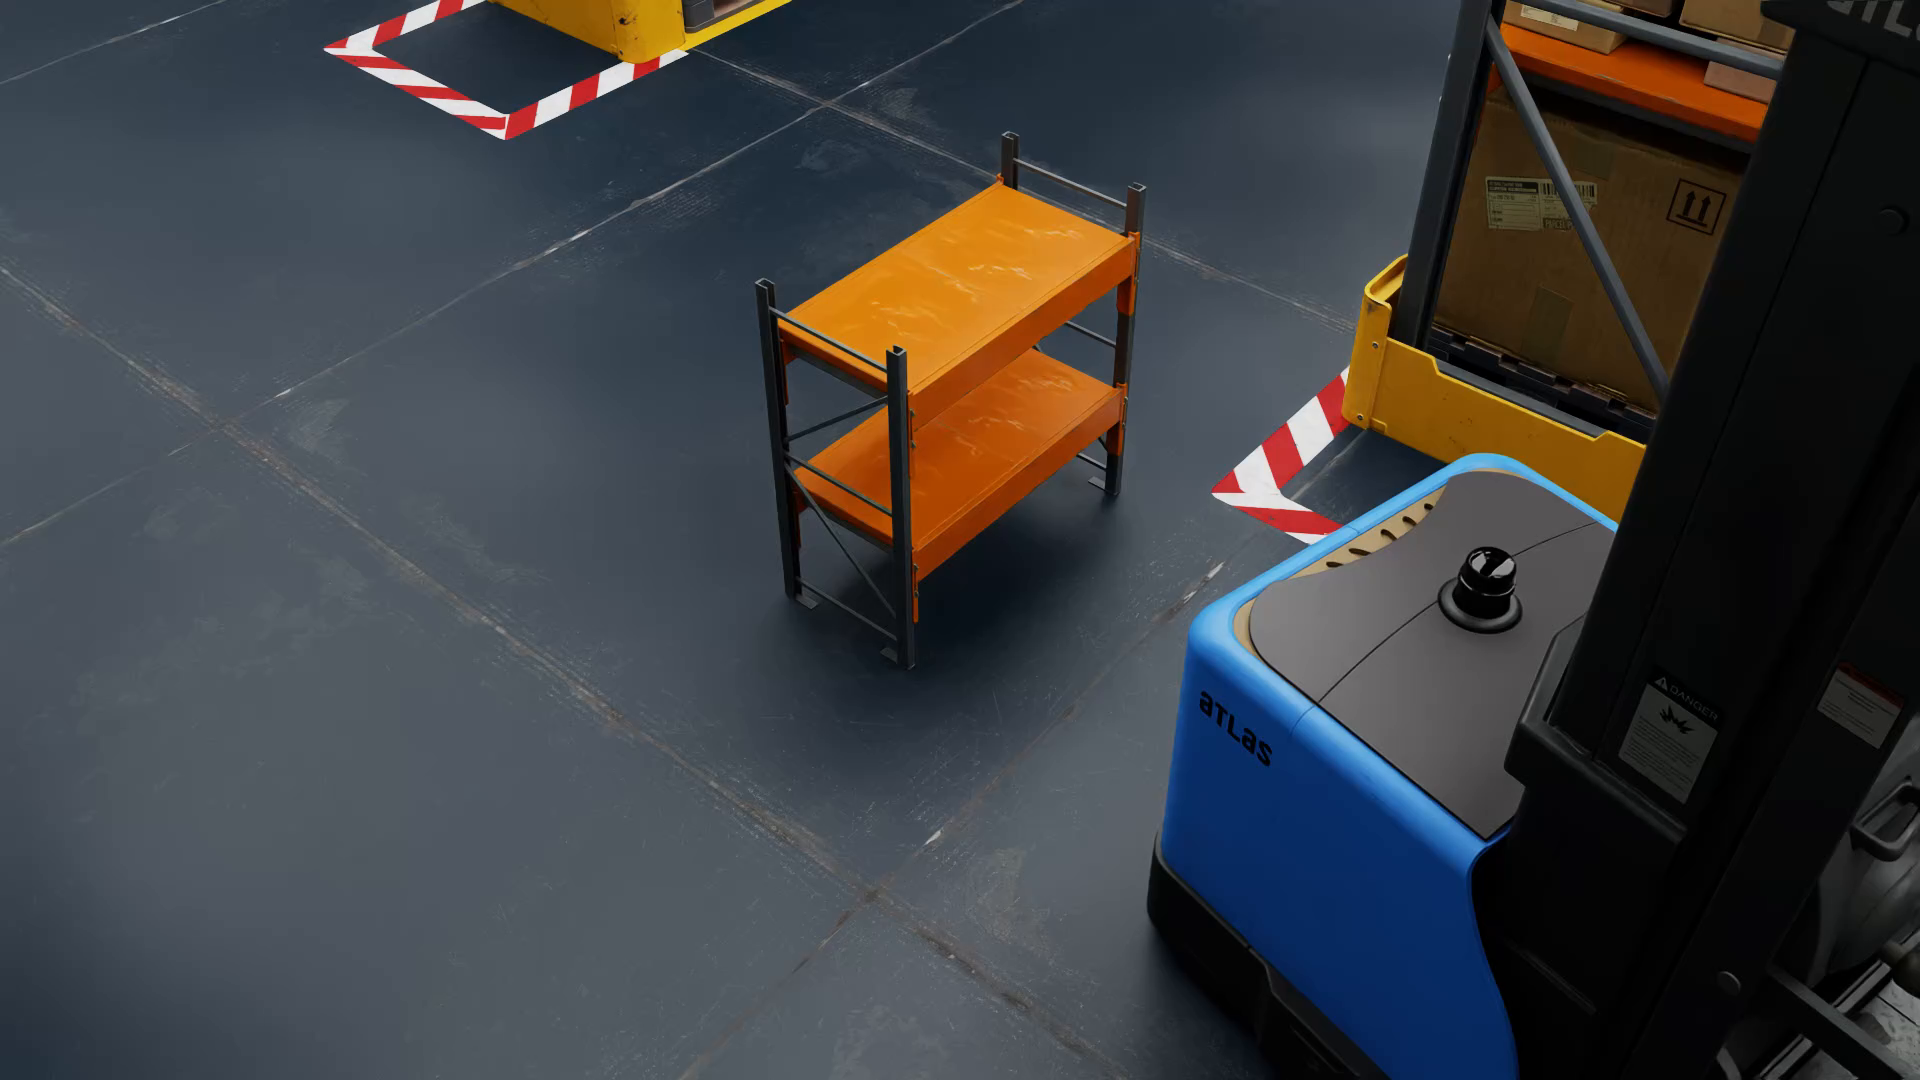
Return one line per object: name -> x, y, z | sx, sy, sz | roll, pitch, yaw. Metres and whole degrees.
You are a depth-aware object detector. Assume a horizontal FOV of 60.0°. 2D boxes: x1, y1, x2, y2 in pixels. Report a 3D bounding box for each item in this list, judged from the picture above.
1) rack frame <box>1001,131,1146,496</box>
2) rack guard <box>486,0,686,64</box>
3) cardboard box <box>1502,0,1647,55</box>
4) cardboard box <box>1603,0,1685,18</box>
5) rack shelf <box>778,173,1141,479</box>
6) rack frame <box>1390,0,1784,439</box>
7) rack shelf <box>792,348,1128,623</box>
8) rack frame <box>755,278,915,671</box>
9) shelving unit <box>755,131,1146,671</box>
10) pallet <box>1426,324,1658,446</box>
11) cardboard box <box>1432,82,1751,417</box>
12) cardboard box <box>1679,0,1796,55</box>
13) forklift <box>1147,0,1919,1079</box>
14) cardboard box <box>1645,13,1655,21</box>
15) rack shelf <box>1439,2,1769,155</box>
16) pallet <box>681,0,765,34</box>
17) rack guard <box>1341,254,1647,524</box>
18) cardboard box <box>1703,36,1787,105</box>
rack frame -> 0.323, -0.674, 5.156 | 0.500, 1.125, 0.032 | 29, 50, 28
rack guard -> -1.822, -2.701, 7.849 | 1.175, 0.500, 0.348 | 29, 50, 28
cardboard box -> 1.837, -1.620, 4.989 | 0.380, 0.149, 0.250 | 30, 50, 29
cardboard box -> 1.969, -1.806, 4.897 | 0.500, 0.250, 0.500 | 29, 50, 28
rack shelf -> -0.004, -0.629, 4.671 | 0.538, 0.278, 1.000 | 29, 50, 28
rack frame -> 1.860, -1.387, 4.546 | 1.000, 3.000, 0.127 | 29, 50, 28
rack shelf -> -0.004, -0.232, 5.032 | 0.538, 0.278, 1.000 | 29, 50, 28
rack frame -> -0.331, -0.151, 4.580 | 0.500, 1.125, 0.032 | 29, 50, 28
shelving unit -> -0.004, -0.413, 4.868 | 0.538, 1.125, 1.048 | 29, 50, 28
pallet -> 2.315, -0.801, 5.974 | 1.003, 0.211, 1.213 | 29, 50, 28
cardboard box -> 2.211, -1.121, 5.520 | 0.875, 0.875, 0.875 | 29, 50, 28
cardboard box -> 2.376, -1.572, 4.640 | 0.500, 0.250, 0.500 | 28, 49, 27
forklift -> 1.757, 0.465, 2.560 | 1.130, 2.935, 3.031 | -27, 49, -27
cardboard box -> 2.003, -1.755, 5.137 | 0.380, 0.149, 0.250 | 30, 50, 29
rack shelf -> 3.147, -2.151, 5.921 | 1.077, 0.370, 4.000 | 29, 50, 28
pallet -> -1.272, -2.997, 8.389 | 1.003, 0.211, 1.213 | 29, 50, 28
rack guard -> 1.845, -0.450, 5.373 | 1.175, 0.500, 0.348 | 29, 50, 28
cardboard box -> 2.341, -1.334, 4.675 | 0.380, 0.149, 0.250 | 30, 50, 29
